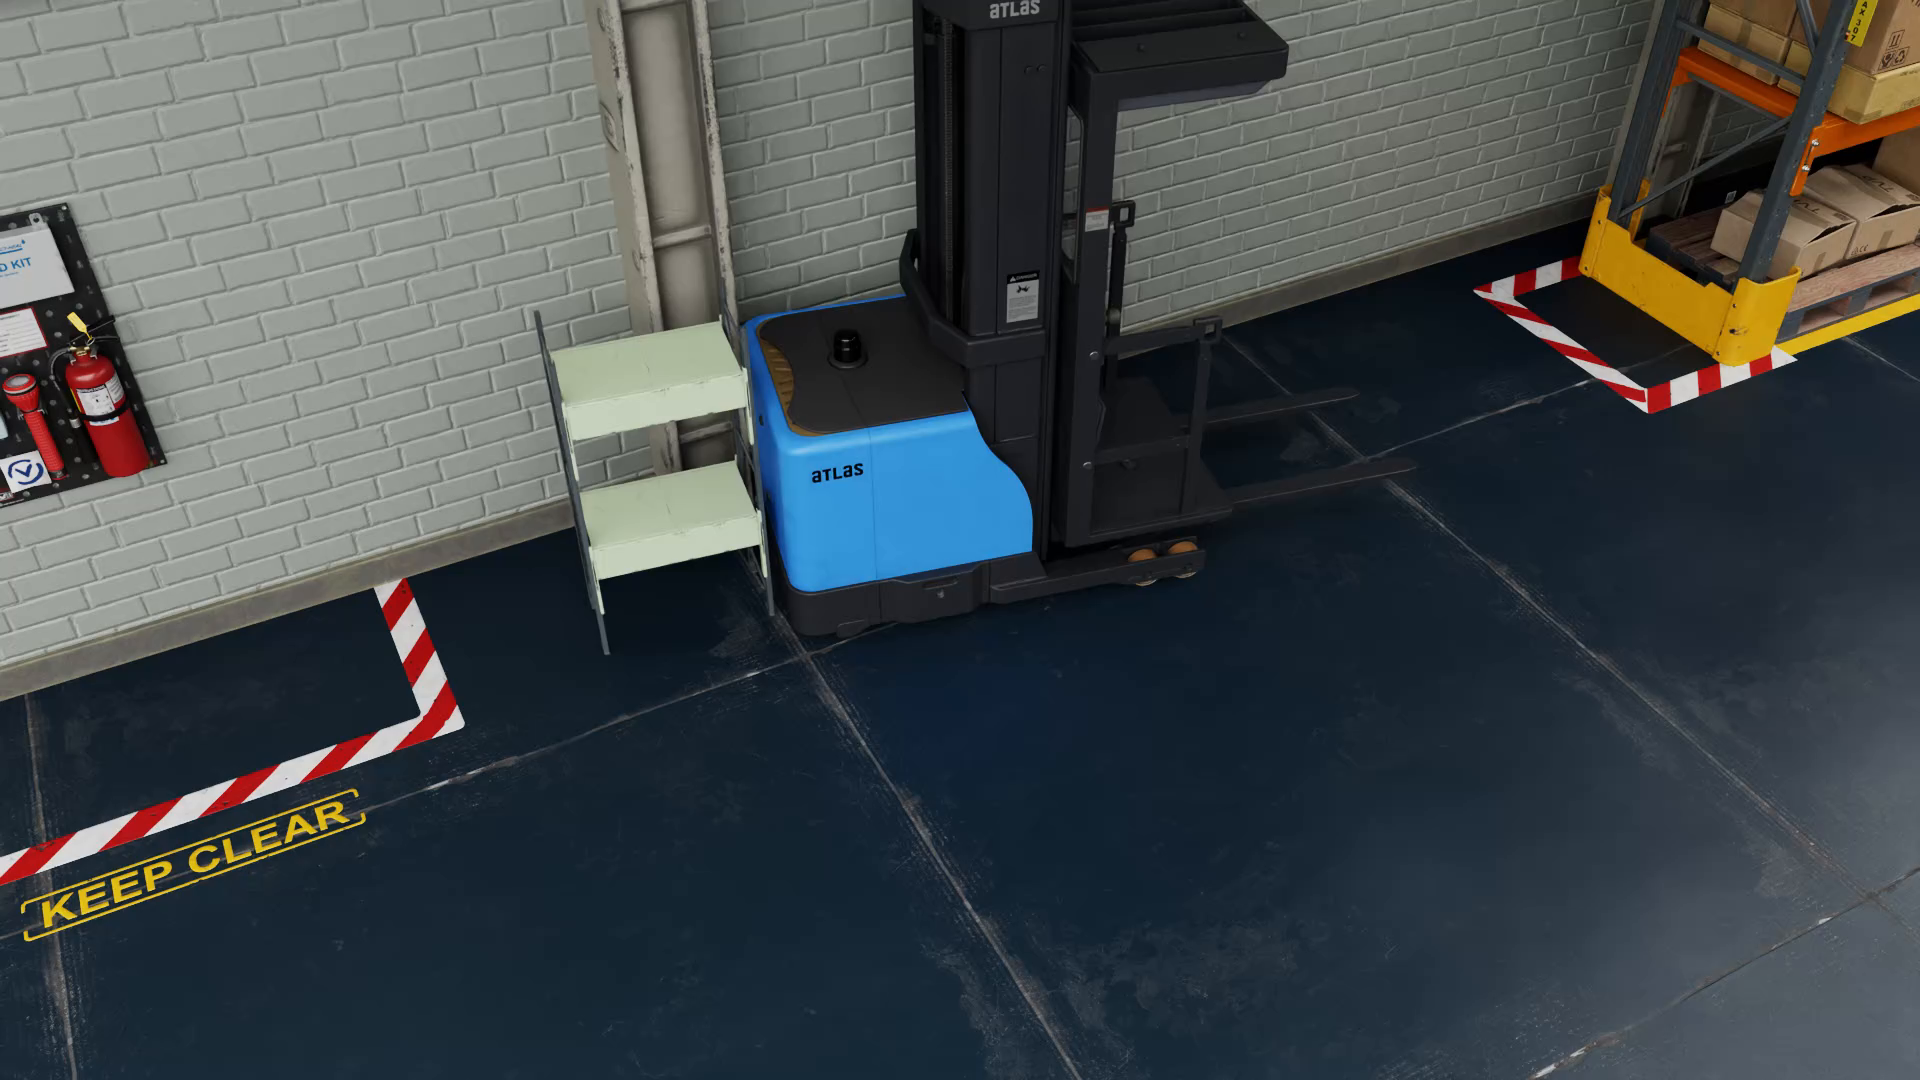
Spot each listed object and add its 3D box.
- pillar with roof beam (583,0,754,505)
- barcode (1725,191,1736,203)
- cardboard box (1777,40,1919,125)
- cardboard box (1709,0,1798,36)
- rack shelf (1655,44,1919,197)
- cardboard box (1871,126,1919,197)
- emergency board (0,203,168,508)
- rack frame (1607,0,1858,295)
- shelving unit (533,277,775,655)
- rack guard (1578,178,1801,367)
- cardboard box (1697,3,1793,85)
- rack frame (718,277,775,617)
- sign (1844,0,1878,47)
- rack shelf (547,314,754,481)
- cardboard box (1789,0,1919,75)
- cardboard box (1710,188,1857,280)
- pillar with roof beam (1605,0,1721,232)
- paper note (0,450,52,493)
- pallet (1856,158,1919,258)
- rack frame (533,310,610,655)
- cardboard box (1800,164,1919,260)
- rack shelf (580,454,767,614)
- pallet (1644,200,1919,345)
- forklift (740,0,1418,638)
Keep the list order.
[{"bbox_3d":[0.783,-1.151,2.134,0.400,9.000,9.100,-19,44,-21],"label":"pillar with roof beam"},{"bbox_3d":[4.381,-1.949,9.453,0.075,0.075,0.001,-19,44,-21],"label":"barcode"},{"bbox_3d":[4.474,-2.329,8.269,0.500,0.250,0.500,-20,44,-22],"label":"cardboard box"},{"bbox_3d":[4.214,-2.914,8.379,0.500,0.500,0.500,-19,44,-21],"label":"cardboard box"},{"bbox_3d":[5.668,-2.737,9.207,4.000,0.370,1.077,-19,44,-21],"label":"rack shelf"},{"bbox_3d":[5.729,-2.144,9.544,0.500,0.500,0.700,-21,45,-23],"label":"cardboard box"},{"bbox_3d":[-3.415,-0.613,6.141,0.643,1.169,0.194,-19,44,-21],"label":"emergency board"},{"bbox_3d":[3.894,-2.414,8.270,0.127,3.000,1.000,-19,44,-21],"label":"rack frame"},{"bbox_3d":[-1.239,-0.278,6.907,0.755,1.500,0.431,-13,42,-15],"label":"shelving unit"},{"bbox_3d":[3.962,-1.483,9.104,0.348,0.500,1.175,-19,44,-21],"label":"rack guard"},{"bbox_3d":[4.219,-2.615,8.608,0.500,0.250,0.500,-18,43,-20],"label":"cardboard box"},{"bbox_3d":[-0.894,-0.357,7.000,0.023,1.500,0.400,-13,42,-15],"label":"rack frame"},{"bbox_3d":[4.145,-2.434,7.623,0.005,0.325,0.100,-19,44,-21],"label":"sign"},{"bbox_3d":[-1.239,-0.576,6.655,0.720,0.370,0.431,-13,42,-15],"label":"rack shelf"},{"bbox_3d":[4.457,-2.621,8.034,0.500,0.500,0.500,-19,44,-21],"label":"cardboard box"},{"bbox_3d":[4.549,-1.711,9.179,0.500,0.311,0.500,-24,46,-25],"label":"cardboard box"},{"bbox_3d":[6.104,-2.942,4.249,0.400,9.000,9.100,-19,44,-21],"label":"pillar with roof beam"},{"bbox_3d":[-3.604,-0.263,6.410,0.142,0.148,0.016,-19,44,-21],"label":"paper note"},{"bbox_3d":[5.779,-1.957,9.887,1.213,0.211,1.003,-19,44,-21],"label":"pallet"},{"bbox_3d":[-1.584,-0.200,6.814,0.023,1.500,0.400,-13,42,-15],"label":"rack frame"},{"bbox_3d":[5.055,-1.881,9.380,0.500,0.311,0.500,-15,43,-17],"label":"cardboard box"},{"bbox_3d":[-1.239,-0.030,7.118,0.720,0.370,0.431,-13,42,-15],"label":"rack shelf"},{"bbox_3d":[4.699,-1.595,9.460,1.213,0.211,1.003,-19,44,-21],"label":"pallet"},{"bbox_3d":[0.606,-1.231,6.925,3.031,2.935,1.130,-11,41,-12],"label":"forklift"}]
